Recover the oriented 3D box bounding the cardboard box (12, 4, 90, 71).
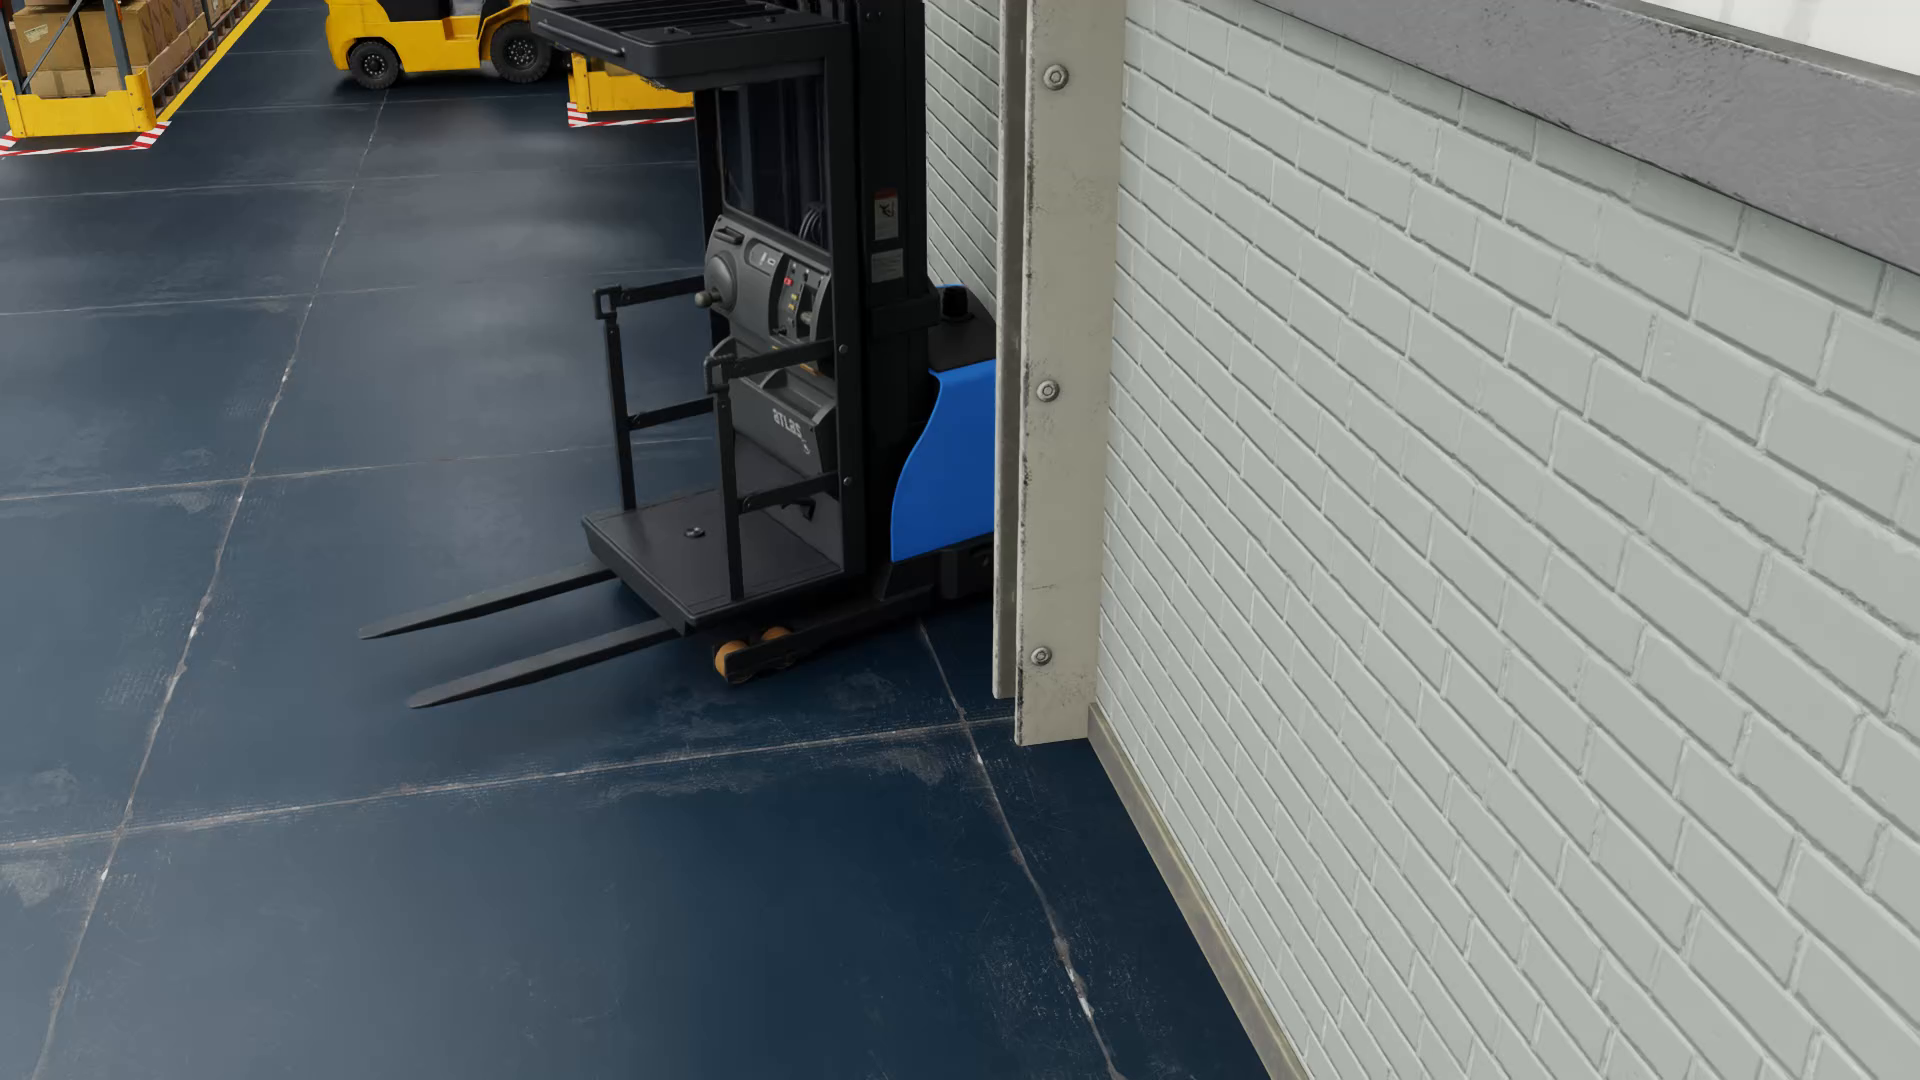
[{"bbox_3d":[-8.374,-4.655,15.398,0.500,0.500,0.500,-6,27,-11],"label":"cardboard box"}]

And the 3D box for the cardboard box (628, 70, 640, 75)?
[{"bbox_3d":[-3.024,-4.737,16.391,0.500,0.250,0.500,-6,27,-11],"label":"cardboard box"}]

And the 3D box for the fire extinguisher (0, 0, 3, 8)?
[{"bbox_3d":[-8.362,-4.904,14.223,0.296,0.674,0.183,-6,27,-12],"label":"fire extinguisher"}]

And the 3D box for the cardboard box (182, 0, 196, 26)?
[{"bbox_3d":[-8.329,-5.631,17.330,0.500,0.500,0.500,-5,27,-11],"label":"cardboard box"}]

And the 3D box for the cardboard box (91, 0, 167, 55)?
[{"bbox_3d":[-7.979,-4.952,15.985,0.500,0.500,0.500,-7,28,-14],"label":"cardboard box"}]

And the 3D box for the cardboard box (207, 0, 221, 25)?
[{"bbox_3d":[-8.961,-6.036,18.830,0.950,0.372,0.625,-6,27,-11],"label":"cardboard box"}]

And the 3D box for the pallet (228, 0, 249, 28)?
[{"bbox_3d":[-9.296,-6.425,20.245,1.003,0.211,1.213,-6,27,-12],"label":"pallet"}]

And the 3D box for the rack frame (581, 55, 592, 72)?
[{"bbox_3d":[-3.104,-5.541,15.399,1.000,3.000,0.127,-6,27,-12],"label":"rack frame"}]

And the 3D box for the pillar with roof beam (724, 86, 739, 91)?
[{"bbox_3d":[-6.577,-8.179,13.968,9.100,9.000,0.400,-6,27,-12],"label":"pillar with roof beam"}]

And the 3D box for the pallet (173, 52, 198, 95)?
[{"bbox_3d":[-8.376,-4.719,16.865,1.003,0.211,1.213,-6,27,-12],"label":"pallet"}]

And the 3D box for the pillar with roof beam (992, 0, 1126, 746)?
[{"bbox_3d":[-3.873,-2.911,3.531,9.100,9.000,0.400,-6,27,-12],"label":"pillar with roof beam"}]

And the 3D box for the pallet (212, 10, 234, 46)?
[{"bbox_3d":[-9.017,-5.888,19.182,1.003,0.211,1.213,-6,27,-12],"label":"pallet"}]

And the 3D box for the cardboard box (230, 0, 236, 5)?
[{"bbox_3d":[-9.285,-6.656,20.059,0.950,0.372,0.625,-5,27,-10],"label":"cardboard box"}]

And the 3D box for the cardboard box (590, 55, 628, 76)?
[{"bbox_3d":[-3.517,-4.675,16.269,0.500,0.250,0.500,-6,27,-11],"label":"cardboard box"}]

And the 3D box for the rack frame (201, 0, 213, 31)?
[{"bbox_3d":[-8.840,-6.791,17.877,1.000,3.000,0.127,-6,27,-12],"label":"rack frame"}]

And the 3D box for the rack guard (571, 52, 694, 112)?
[{"bbox_3d":[-3.098,-4.415,15.942,1.175,0.500,0.348,-6,27,-12],"label":"rack guard"}]

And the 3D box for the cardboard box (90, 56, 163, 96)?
[{"bbox_3d":[-7.851,-4.378,15.680,0.500,0.250,0.500,-6,27,-12],"label":"cardboard box"}]

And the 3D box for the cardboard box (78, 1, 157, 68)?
[{"bbox_3d":[-7.857,-4.723,15.531,0.500,0.500,0.500,-7,28,-13],"label":"cardboard box"}]

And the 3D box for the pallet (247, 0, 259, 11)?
[{"bbox_3d":[-9.567,-6.959,21.304,1.003,0.211,1.213,-6,27,-12],"label":"pallet"}]

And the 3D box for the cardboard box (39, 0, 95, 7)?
[{"bbox_3d":[-8.494,-4.884,15.851,0.500,0.500,0.500,-5,27,-10],"label":"cardboard box"}]

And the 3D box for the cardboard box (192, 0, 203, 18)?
[{"bbox_3d":[-8.446,-5.854,17.772,0.500,0.500,0.500,-6,27,-12],"label":"cardboard box"}]

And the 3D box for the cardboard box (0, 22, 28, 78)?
[{"bbox_3d":[-9.925,-5.068,17.233,0.500,0.500,0.500,13,30,24],"label":"cardboard box"}]

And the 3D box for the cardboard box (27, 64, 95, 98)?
[{"bbox_3d":[-8.389,-4.334,15.592,0.500,0.250,0.500,-6,27,-12],"label":"cardboard box"}]

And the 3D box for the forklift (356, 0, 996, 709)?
[{"bbox_3d":[-0.940,-1.010,6.497,3.031,2.935,1.130,-17,32,-30],"label":"forklift"}]

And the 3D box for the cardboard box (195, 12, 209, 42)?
[{"bbox_3d":[-8.445,-5.519,17.941,0.500,0.250,0.500,-5,27,-9],"label":"cardboard box"}]

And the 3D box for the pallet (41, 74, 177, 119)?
[{"bbox_3d":[-8.105,-4.184,15.806,1.003,0.211,1.213,-6,27,-12],"label":"pallet"}]

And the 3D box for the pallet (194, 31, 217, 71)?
[{"bbox_3d":[-8.655,-5.255,17.928,1.003,0.211,1.213,-6,27,-12],"label":"pallet"}]

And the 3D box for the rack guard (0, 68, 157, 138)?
[{"bbox_3d":[-7.956,-3.953,15.027,1.175,0.500,0.348,-6,27,-12],"label":"rack guard"}]

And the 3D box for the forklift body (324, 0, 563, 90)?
[{"bbox_3d":[-5.309,-5.809,16.873,2.313,2.155,1.214,-6,27,-12],"label":"forklift body"}]

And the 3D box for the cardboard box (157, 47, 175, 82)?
[{"bbox_3d":[-7.959,-4.602,16.125,0.500,0.250,0.500,-5,27,-10],"label":"cardboard box"}]

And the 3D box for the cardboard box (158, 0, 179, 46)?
[{"bbox_3d":[-8.084,-5.173,16.423,0.500,0.500,0.500,-5,27,-11],"label":"cardboard box"}]

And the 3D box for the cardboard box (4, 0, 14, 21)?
[{"bbox_3d":[-10.568,-5.820,17.885,0.500,0.500,0.500,-6,27,-12],"label":"cardboard box"}]

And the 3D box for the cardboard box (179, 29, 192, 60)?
[{"bbox_3d":[-8.205,-5.063,17.037,0.500,0.250,0.500,-6,27,-11],"label":"cardboard box"}]

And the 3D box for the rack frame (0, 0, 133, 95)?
[{"bbox_3d":[-7.939,-5.035,14.397,1.000,3.000,0.127,-6,27,-12],"label":"rack frame"}]

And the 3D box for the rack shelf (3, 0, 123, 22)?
[{"bbox_3d":[-8.390,-5.592,16.299,1.077,0.370,4.000,-6,27,-12],"label":"rack shelf"}]

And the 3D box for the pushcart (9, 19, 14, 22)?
[{"bbox_3d":[-11.050,-5.367,17.965,1.648,0.377,0.936,-16,31,-29],"label":"pushcart"}]

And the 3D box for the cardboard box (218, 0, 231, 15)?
[{"bbox_3d":[-9.126,-6.351,19.454,0.950,0.372,0.625,-4,27,-8],"label":"cardboard box"}]

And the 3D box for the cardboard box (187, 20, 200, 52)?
[{"bbox_3d":[-8.315,-5.286,17.480,0.500,0.250,0.500,-7,28,-13],"label":"cardboard box"}]

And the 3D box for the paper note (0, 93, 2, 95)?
[{"bbox_3d":[-9.475,-4.434,16.500,0.142,0.019,0.148,-16,31,-29],"label":"paper note"}]

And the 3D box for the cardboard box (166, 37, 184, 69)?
[{"bbox_3d":[-8.094,-4.841,16.597,0.500,0.250,0.500,-4,27,-8],"label":"cardboard box"}]

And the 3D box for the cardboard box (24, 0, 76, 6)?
[{"bbox_3d":[-8.522,-5.099,15.557,0.380,0.149,0.250,-5,27,-10],"label":"cardboard box"}]

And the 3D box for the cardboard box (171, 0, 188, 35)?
[{"bbox_3d":[-8.213,-5.407,16.886,0.500,0.500,0.500,-5,27,-9],"label":"cardboard box"}]
